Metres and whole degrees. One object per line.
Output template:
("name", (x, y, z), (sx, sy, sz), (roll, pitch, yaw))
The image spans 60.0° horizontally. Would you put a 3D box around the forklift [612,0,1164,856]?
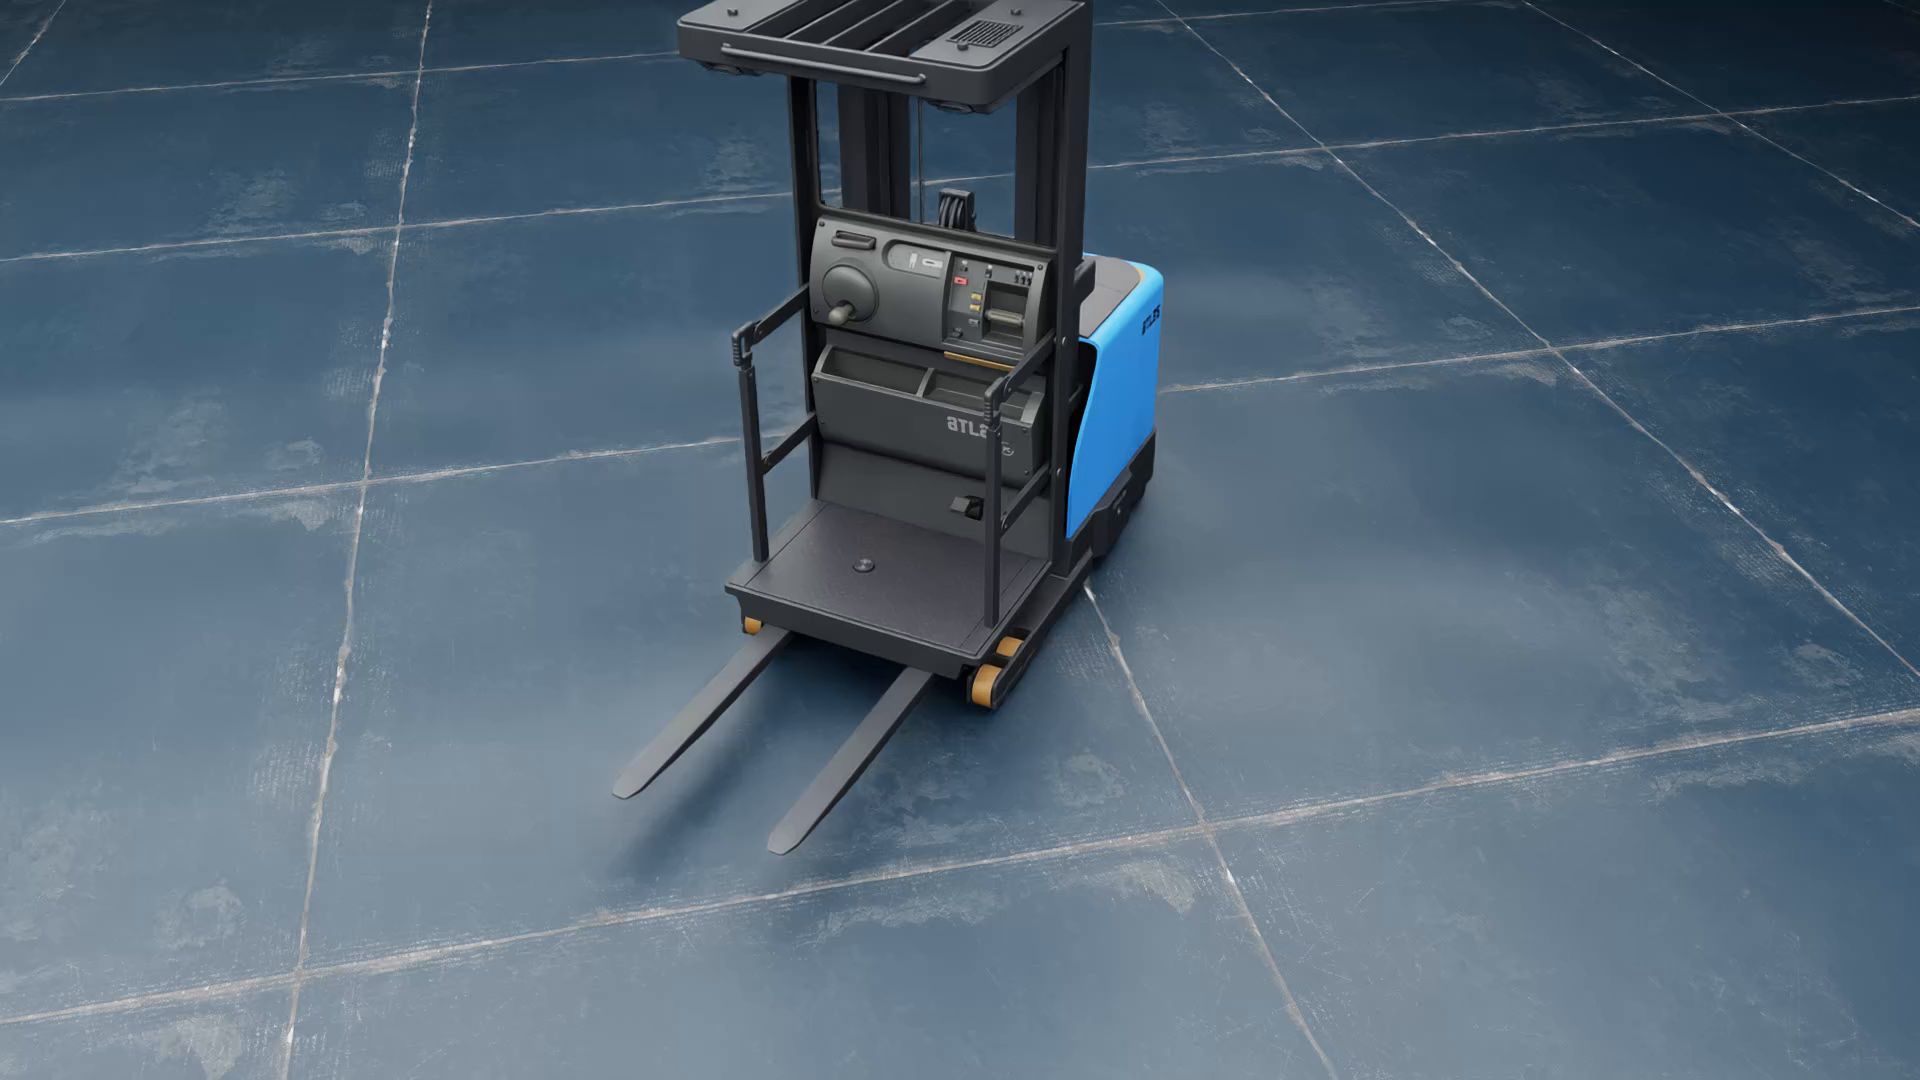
("forklift", (-0.215, -0.860, 5.901), (1.130, 2.935, 3.031), (15, 37, 21))
